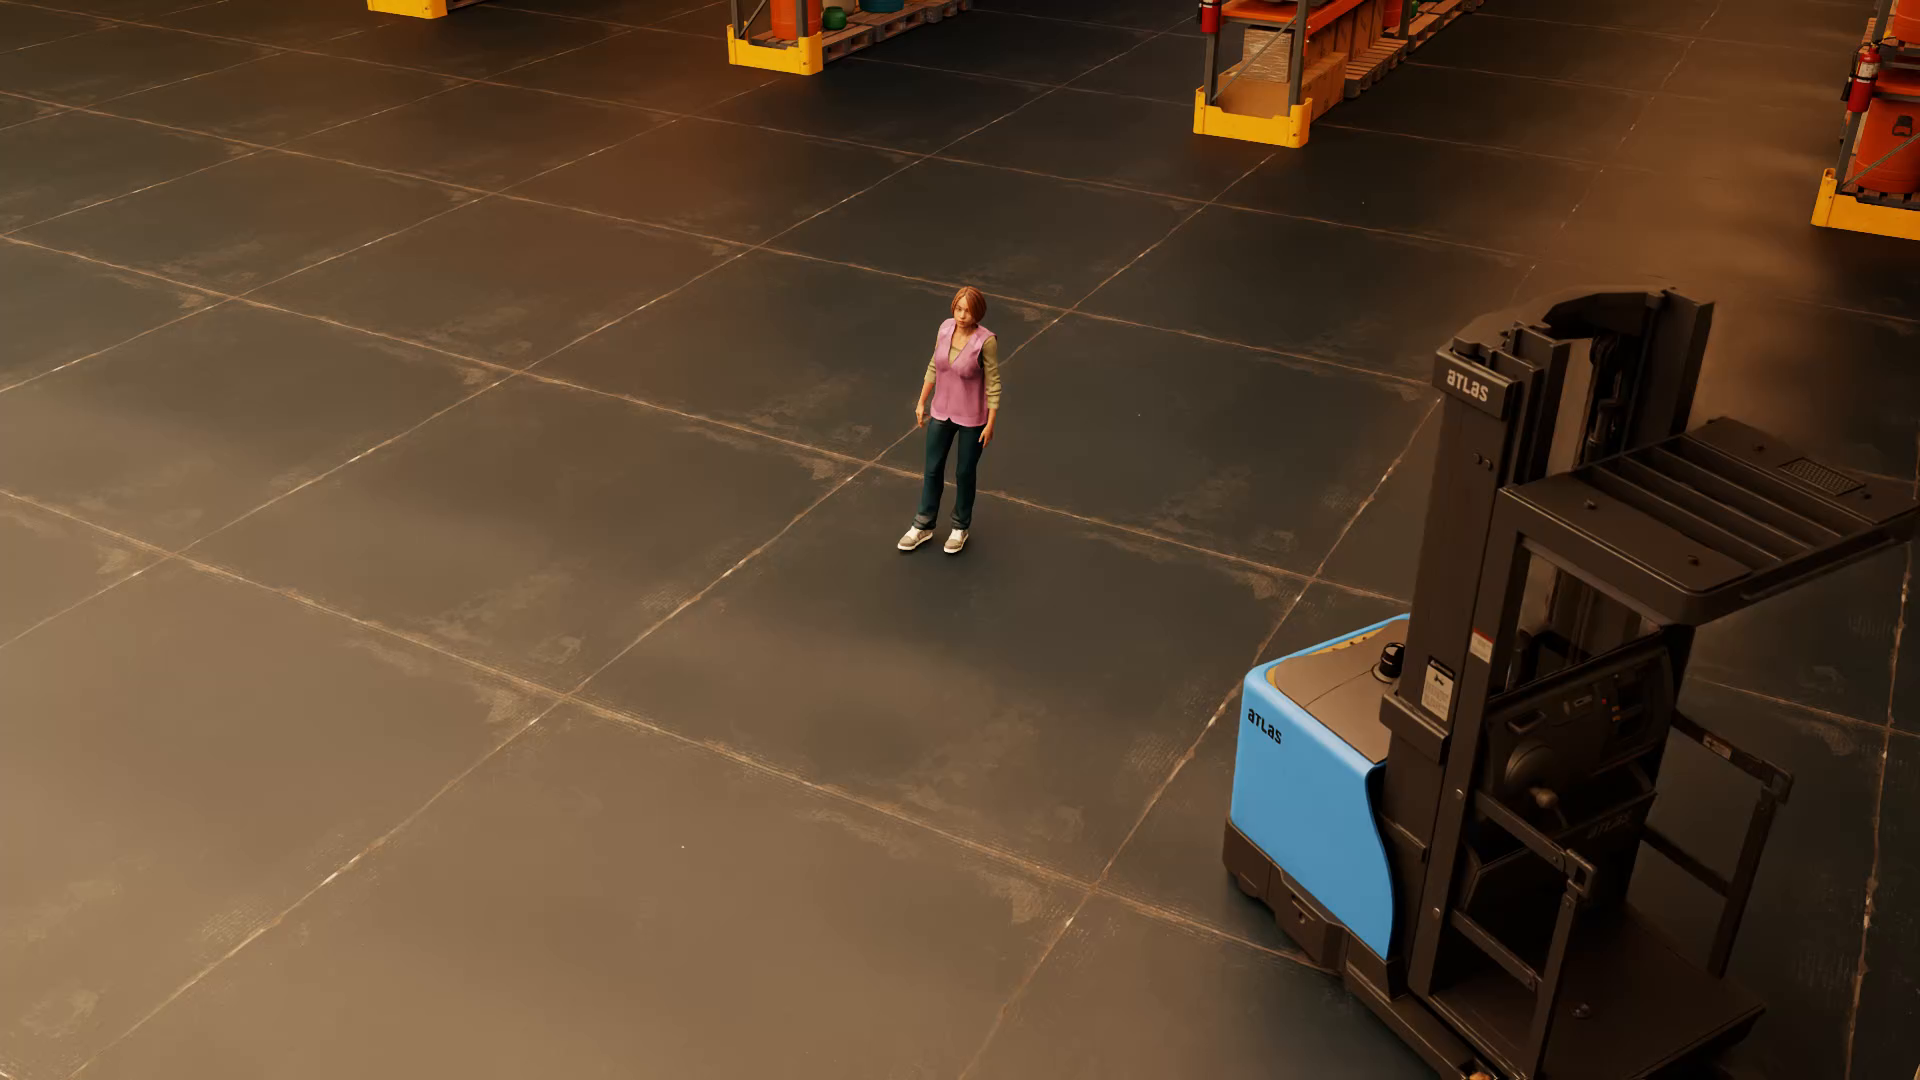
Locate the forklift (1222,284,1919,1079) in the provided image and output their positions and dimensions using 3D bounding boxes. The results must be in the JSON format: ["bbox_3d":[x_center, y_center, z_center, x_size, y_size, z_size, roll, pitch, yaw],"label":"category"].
[{"bbox_3d":[2.339,0.720,5.824,1.130,2.935,3.031,-16,34,-26],"label":"forklift"}]

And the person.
[{"bbox_3d":[-0.049,-0.669,9.549,0.520,1.599,0.473,15,33,25],"label":"person"}]
